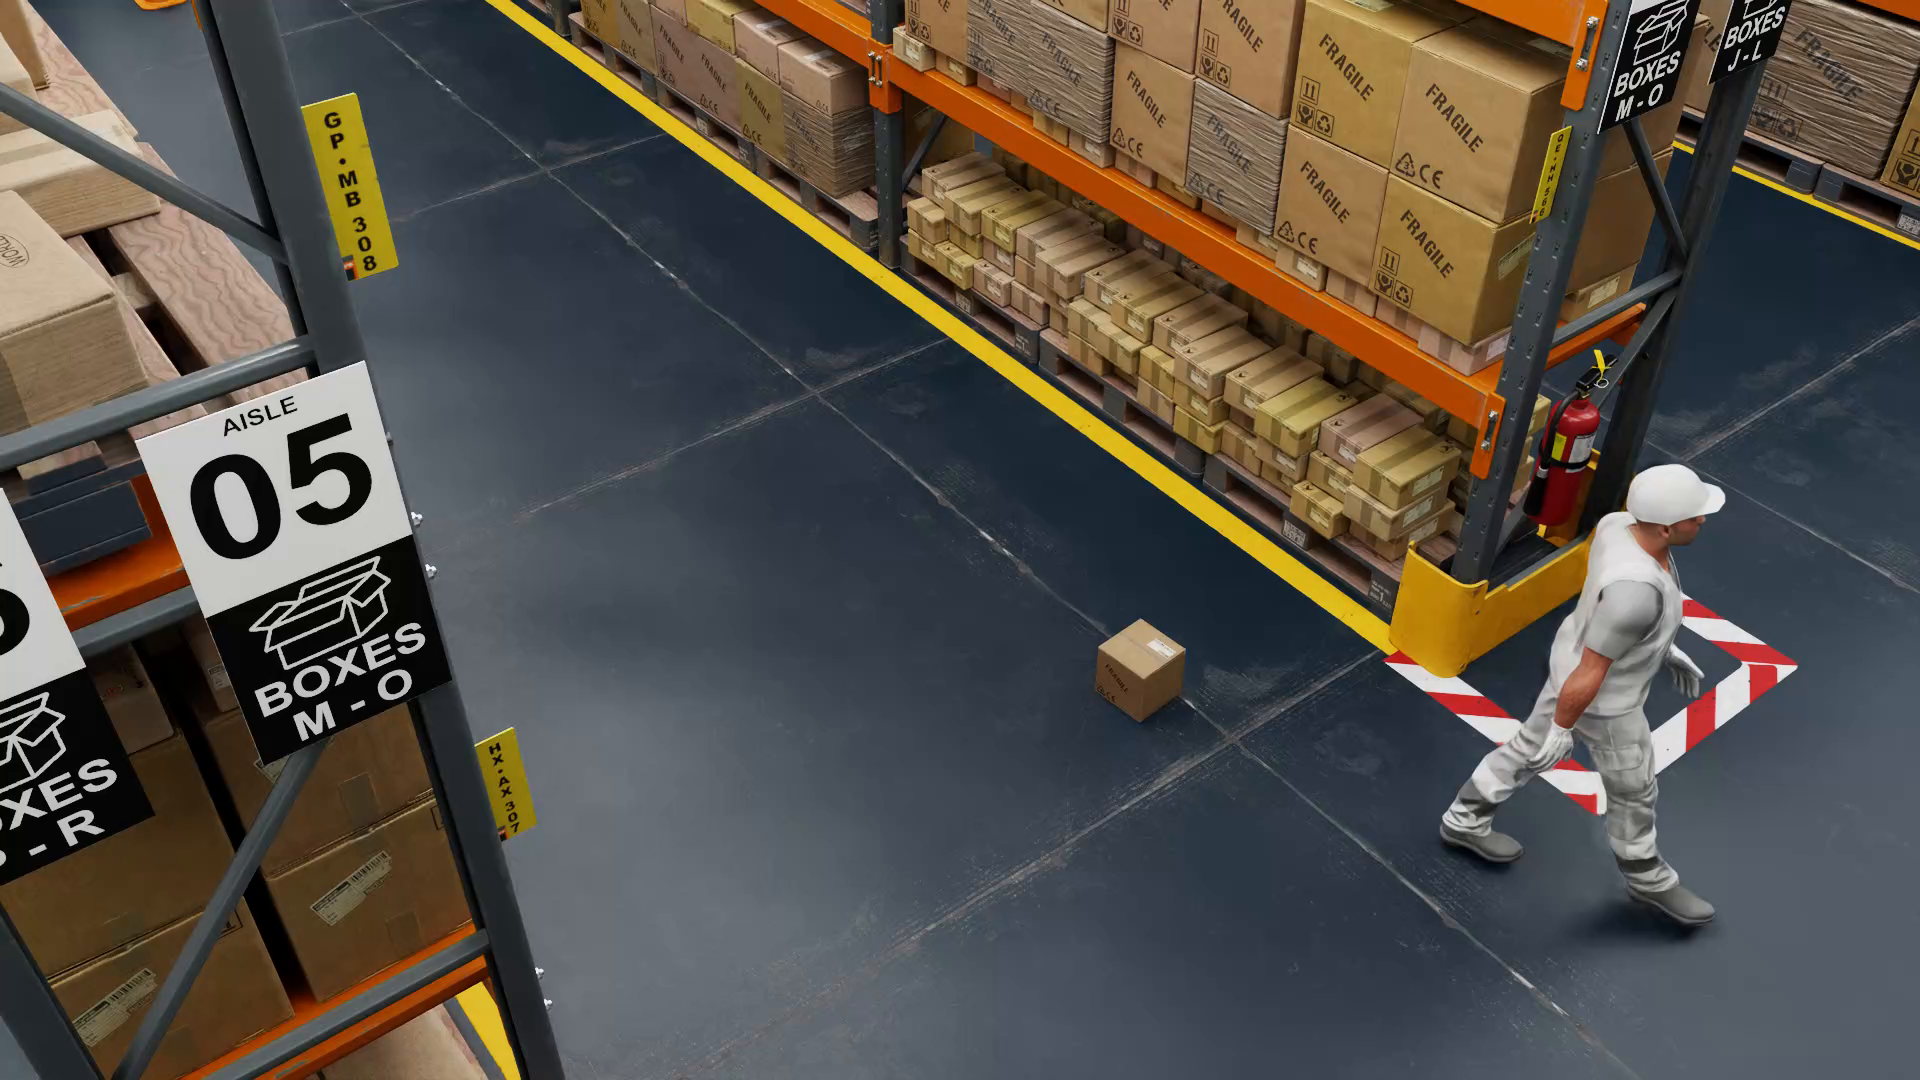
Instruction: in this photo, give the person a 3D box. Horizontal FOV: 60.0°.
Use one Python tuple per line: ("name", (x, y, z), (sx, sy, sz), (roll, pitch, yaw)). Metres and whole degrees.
("person", (2.224, 0.508, 5.496), (0.948, 1.745, 0.637), (9, 41, 11))
